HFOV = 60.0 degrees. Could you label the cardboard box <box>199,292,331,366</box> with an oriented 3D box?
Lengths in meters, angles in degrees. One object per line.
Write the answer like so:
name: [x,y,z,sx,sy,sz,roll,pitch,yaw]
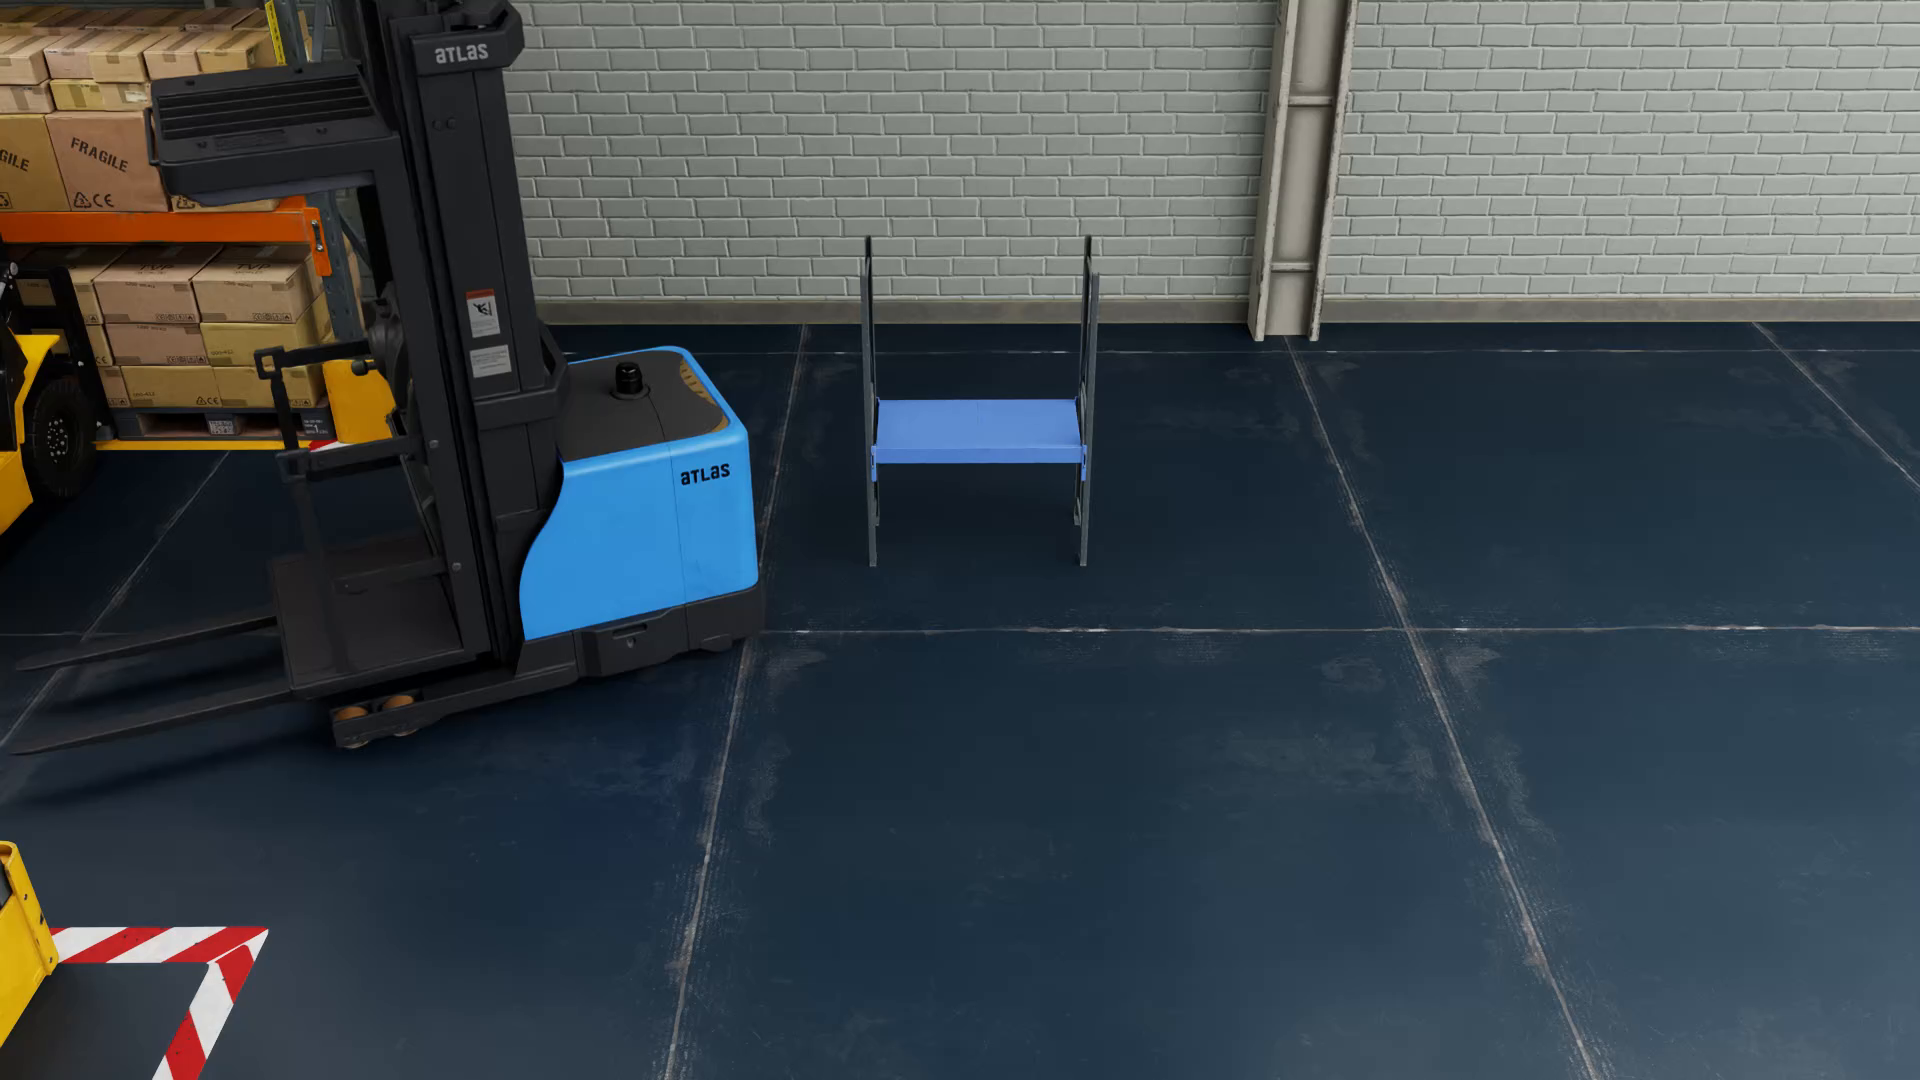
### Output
cardboard box: [-3.767,-1.164,9.040,0.500,0.250,0.500,-1,31,-1]

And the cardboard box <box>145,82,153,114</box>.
cardboard box: [-3.883,-2.267,8.373,0.250,0.149,0.380,0,31,0]

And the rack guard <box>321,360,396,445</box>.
rack guard: [-3.258,-1.041,9.484,0.348,0.500,1.175,0,31,0]

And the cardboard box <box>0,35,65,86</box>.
cardboard box: [-4.656,-2.394,8.296,0.250,0.149,0.380,1,31,1]

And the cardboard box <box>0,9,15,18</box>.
cardboard box: [-5.166,-2.677,8.761,0.250,0.149,0.380,0,31,0]

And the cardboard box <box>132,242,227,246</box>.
cardboard box: [-4.264,-1.634,9.334,0.500,0.250,0.500,0,31,0]

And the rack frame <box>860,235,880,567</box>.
rack frame: [-0.423,-0.640,7.859,0.032,1.500,0.500,0,31,0]

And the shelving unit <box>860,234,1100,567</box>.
shelving unit: [0.085,-0.641,7.861,1.048,1.500,0.538,0,31,0]

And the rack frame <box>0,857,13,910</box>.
rack frame: [-3.248,0.465,4.592,0.127,3.000,1.000,0,31,0]

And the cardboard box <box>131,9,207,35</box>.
cardboard box: [-4.145,-2.675,8.759,0.250,0.149,0.380,0,31,1]

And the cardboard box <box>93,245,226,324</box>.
cardboard box: [-4.251,-1.373,8.904,0.500,0.250,0.500,0,31,1]

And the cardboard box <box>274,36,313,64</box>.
cardboard box: [-3.623,-2.563,8.861,0.250,0.149,0.380,-1,31,-2]

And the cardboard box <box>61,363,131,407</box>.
cardboard box: [-4.748,-0.955,9.178,0.500,0.250,0.500,0,31,0]

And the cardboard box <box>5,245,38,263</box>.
cardboard box: [-5.263,-1.369,8.896,0.500,0.250,0.500,-1,31,-1]

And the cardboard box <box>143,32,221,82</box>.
cardboard box: [-3.886,-2.430,8.354,0.250,0.149,0.380,0,31,0]

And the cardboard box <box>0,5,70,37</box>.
cardboard box: [-4.919,-2.719,8.831,0.250,0.149,0.380,-1,31,-1]

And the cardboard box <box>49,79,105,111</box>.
cardboard box: [-4.390,-2.303,8.433,0.250,0.149,0.380,0,31,-1]

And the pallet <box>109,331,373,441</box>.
pallet: [-4.047,-0.893,9.519,1.213,0.211,1.003,0,31,0]

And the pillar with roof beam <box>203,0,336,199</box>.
pillar with roof beam: [-3.958,-2.907,4.366,0.400,9.000,9.100,0,31,0]

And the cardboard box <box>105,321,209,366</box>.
cardboard box: [-4.269,-1.168,9.047,0.500,0.250,0.500,0,31,-1]

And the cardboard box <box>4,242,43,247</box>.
cardboard box: [-5.276,-1.640,9.344,0.500,0.250,0.500,-1,31,-1]

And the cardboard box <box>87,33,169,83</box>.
cardboard box: [-4.147,-2.415,8.330,0.250,0.149,0.380,0,31,1]

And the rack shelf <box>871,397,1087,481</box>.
rack shelf: [0.085,-0.488,7.955,1.000,0.185,0.538,0,31,0]

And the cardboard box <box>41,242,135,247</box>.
cardboard box: [-4.764,-1.638,9.341,0.500,0.250,0.500,0,31,-1]

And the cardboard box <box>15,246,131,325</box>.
cardboard box: [-4.756,-1.367,8.893,0.500,0.250,0.500,0,31,0]

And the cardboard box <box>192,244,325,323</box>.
cardboard box: [-3.741,-1.378,8.911,0.500,0.250,0.500,1,31,1]

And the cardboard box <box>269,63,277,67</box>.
cardboard box: [-3.627,-2.283,8.400,0.250,0.149,0.380,0,31,0]

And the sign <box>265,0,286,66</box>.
sign: [-3.293,-2.425,8.010,0.005,0.325,0.100,0,31,0]

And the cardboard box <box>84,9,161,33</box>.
cardboard box: [-4.393,-2.682,8.771,0.250,0.149,0.380,0,31,0]

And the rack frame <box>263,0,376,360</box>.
rack frame: [-3.282,-2.110,8.835,0.127,3.000,1.000,0,31,0]

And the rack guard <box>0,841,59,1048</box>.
rack guard: [-3.324,1.534,5.240,0.348,0.500,1.175,0,31,0]

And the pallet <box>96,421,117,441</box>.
pallet: [-5.264,-0.891,9.515,1.213,0.211,1.003,0,31,0]

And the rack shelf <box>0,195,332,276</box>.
rack shelf: [-5.282,-1.796,9.012,4.000,0.370,1.077,0,31,0]

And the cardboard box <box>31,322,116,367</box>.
cardboard box: [-4.785,-1.155,9.026,0.500,0.250,0.500,-1,31,-1]

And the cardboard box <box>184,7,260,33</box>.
cardboard box: [-3.886,-2.698,8.797,0.250,0.149,0.380,1,31,1]

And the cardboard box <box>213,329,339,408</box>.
cardboard box: [-3.750,-0.948,9.167,0.500,0.250,0.500,0,31,0]

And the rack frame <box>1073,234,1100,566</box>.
rack frame: [0.594,-0.643,7.864,0.032,1.500,0.500,0,31,0]

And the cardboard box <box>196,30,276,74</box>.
cardboard box: [-3.639,-2.447,8.382,0.250,0.149,0.380,0,31,0]

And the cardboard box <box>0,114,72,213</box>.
cardboard box: [-4.804,-2.016,8.585,0.500,0.500,0.500,-1,31,-1]

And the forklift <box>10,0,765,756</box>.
forklift: [-2.441,-0.710,6.595,3.031,2.935,1.130,-13,34,-21]

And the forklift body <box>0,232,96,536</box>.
forklift body: [-5.167,-0.795,7.486,1.214,2.155,2.313,0,31,0]

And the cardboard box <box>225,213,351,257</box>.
cardboard box: [-3.764,-1.638,9.340,0.500,0.250,0.500,-1,31,-1]

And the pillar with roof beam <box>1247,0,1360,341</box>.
pillar with roof beam: [2.042,-2.926,4.397,0.400,9.000,9.100,0,31,0]

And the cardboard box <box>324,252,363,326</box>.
cardboard box: [-3.754,-1.434,9.485,0.500,0.250,0.500,0,31,1]

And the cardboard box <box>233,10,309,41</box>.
cardboard box: [-3.619,-2.667,8.745,0.250,0.149,0.380,-1,31,-1]

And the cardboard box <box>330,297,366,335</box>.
cardboard box: [-3.774,-1.214,9.604,0.500,0.250,0.500,0,31,0]

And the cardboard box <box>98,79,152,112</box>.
cardboard box: [-4.142,-2.298,8.424,0.250,0.149,0.380,0,31,1]

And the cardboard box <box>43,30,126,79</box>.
cardboard box: [-4.396,-2.453,8.392,0.250,0.149,0.380,0,31,0]

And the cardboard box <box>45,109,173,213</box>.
cardboard box: [-4.292,-2.018,8.588,0.500,0.500,0.500,1,31,1]

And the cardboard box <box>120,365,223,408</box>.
cardboard box: [-4.247,-0.952,9.173,0.500,0.250,0.500,0,31,0]

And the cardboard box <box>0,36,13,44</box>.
cardboard box: [-4.915,-2.391,8.290,0.250,0.149,0.380,0,31,1]

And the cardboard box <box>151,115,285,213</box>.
cardboard box: [-3.773,-2.015,8.582,0.500,0.500,0.500,-1,31,-1]

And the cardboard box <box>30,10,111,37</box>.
cardboard box: [-4.656,-2.668,8.748,0.250,0.149,0.380,1,31,1]

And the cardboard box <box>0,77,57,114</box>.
cardboard box: [-4.657,-2.278,8.391,0.250,0.149,0.380,-1,31,-2]
